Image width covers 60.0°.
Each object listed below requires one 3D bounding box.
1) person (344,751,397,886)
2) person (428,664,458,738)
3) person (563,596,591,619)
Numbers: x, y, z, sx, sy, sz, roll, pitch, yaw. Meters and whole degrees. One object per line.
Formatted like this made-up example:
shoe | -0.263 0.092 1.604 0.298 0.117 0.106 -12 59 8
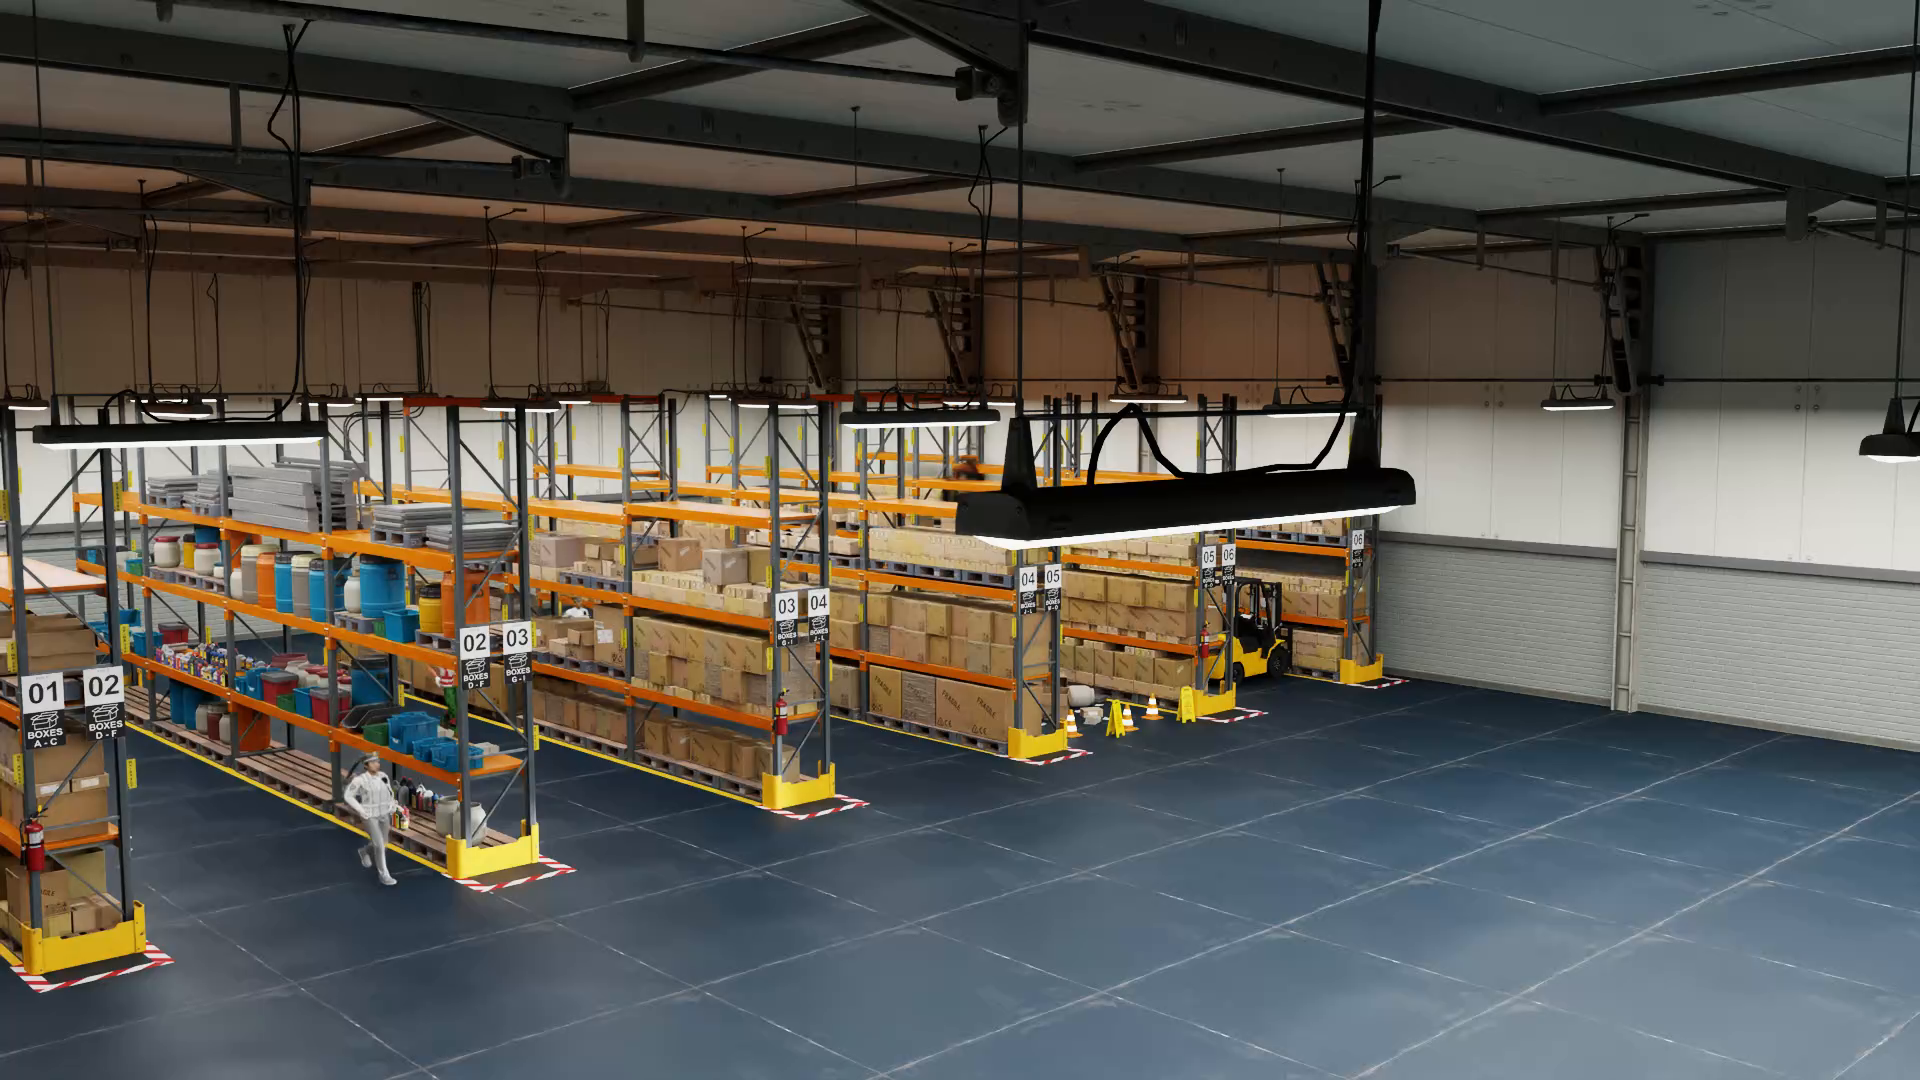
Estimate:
person | -7.385 3.465 20.904 0.812 1.662 0.620 4 7 37
person | -8.992 2.587 29.395 0.872 1.777 0.657 5 7 41
person | -8.175 2.049 35.623 0.583 1.748 0.740 -5 8 -44
